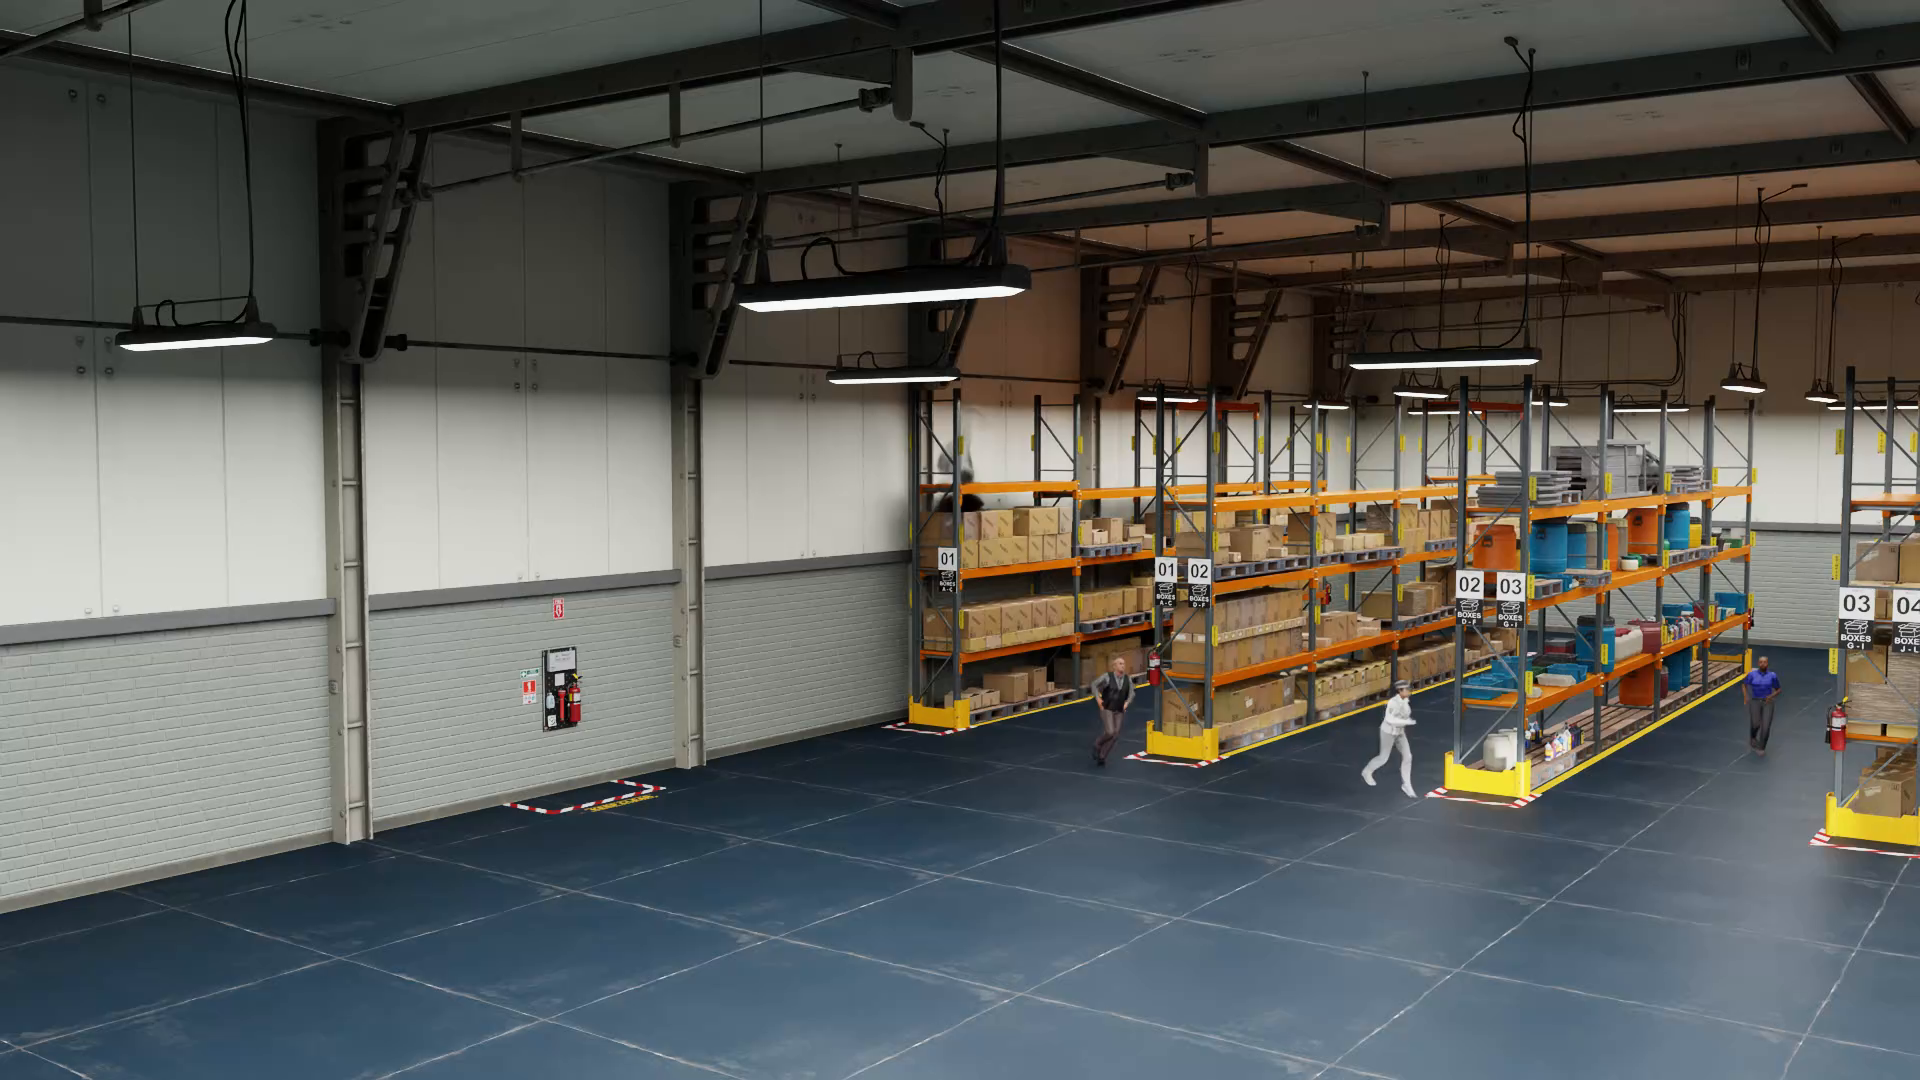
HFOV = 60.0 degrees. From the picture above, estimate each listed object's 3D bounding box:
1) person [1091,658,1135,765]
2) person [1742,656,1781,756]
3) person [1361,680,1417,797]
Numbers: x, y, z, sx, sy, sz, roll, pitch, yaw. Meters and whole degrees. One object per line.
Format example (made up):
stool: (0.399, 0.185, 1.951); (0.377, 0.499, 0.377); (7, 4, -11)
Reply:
person: (2.437, 2.690, 26.052); (0.679, 1.672, 0.522); (-1, 3, -19)
person: (12.910, 2.674, 26.792); (0.569, 1.617, 0.553); (1, 4, 23)
person: (6.202, 2.831, 23.970); (0.646, 1.705, 0.928); (-3, 4, -43)
